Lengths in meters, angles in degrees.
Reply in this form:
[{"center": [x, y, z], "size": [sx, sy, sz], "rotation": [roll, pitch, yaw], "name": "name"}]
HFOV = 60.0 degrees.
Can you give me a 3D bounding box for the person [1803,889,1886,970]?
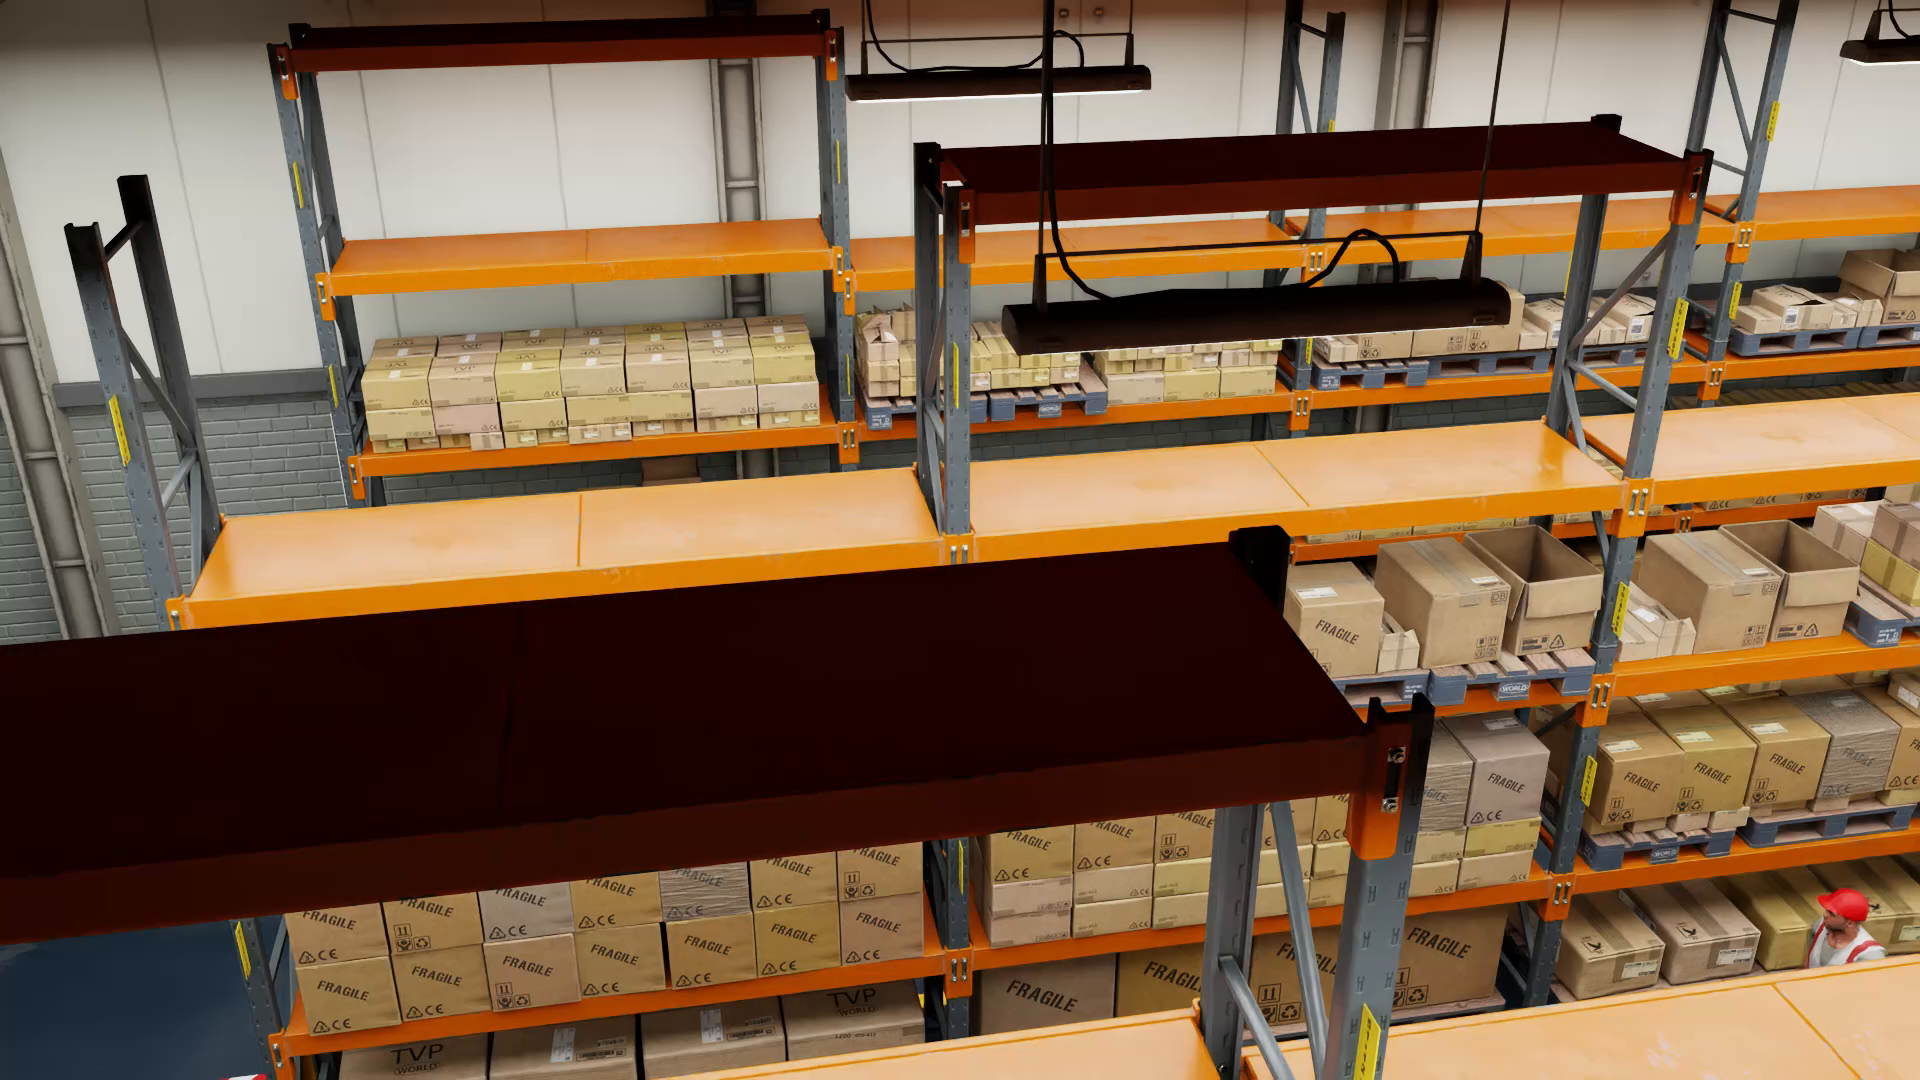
[{"center": [5.375, 2.897, 10.229], "size": [0.502, 1.769, 0.587], "rotation": [-9, 27, -18], "name": "person"}]
